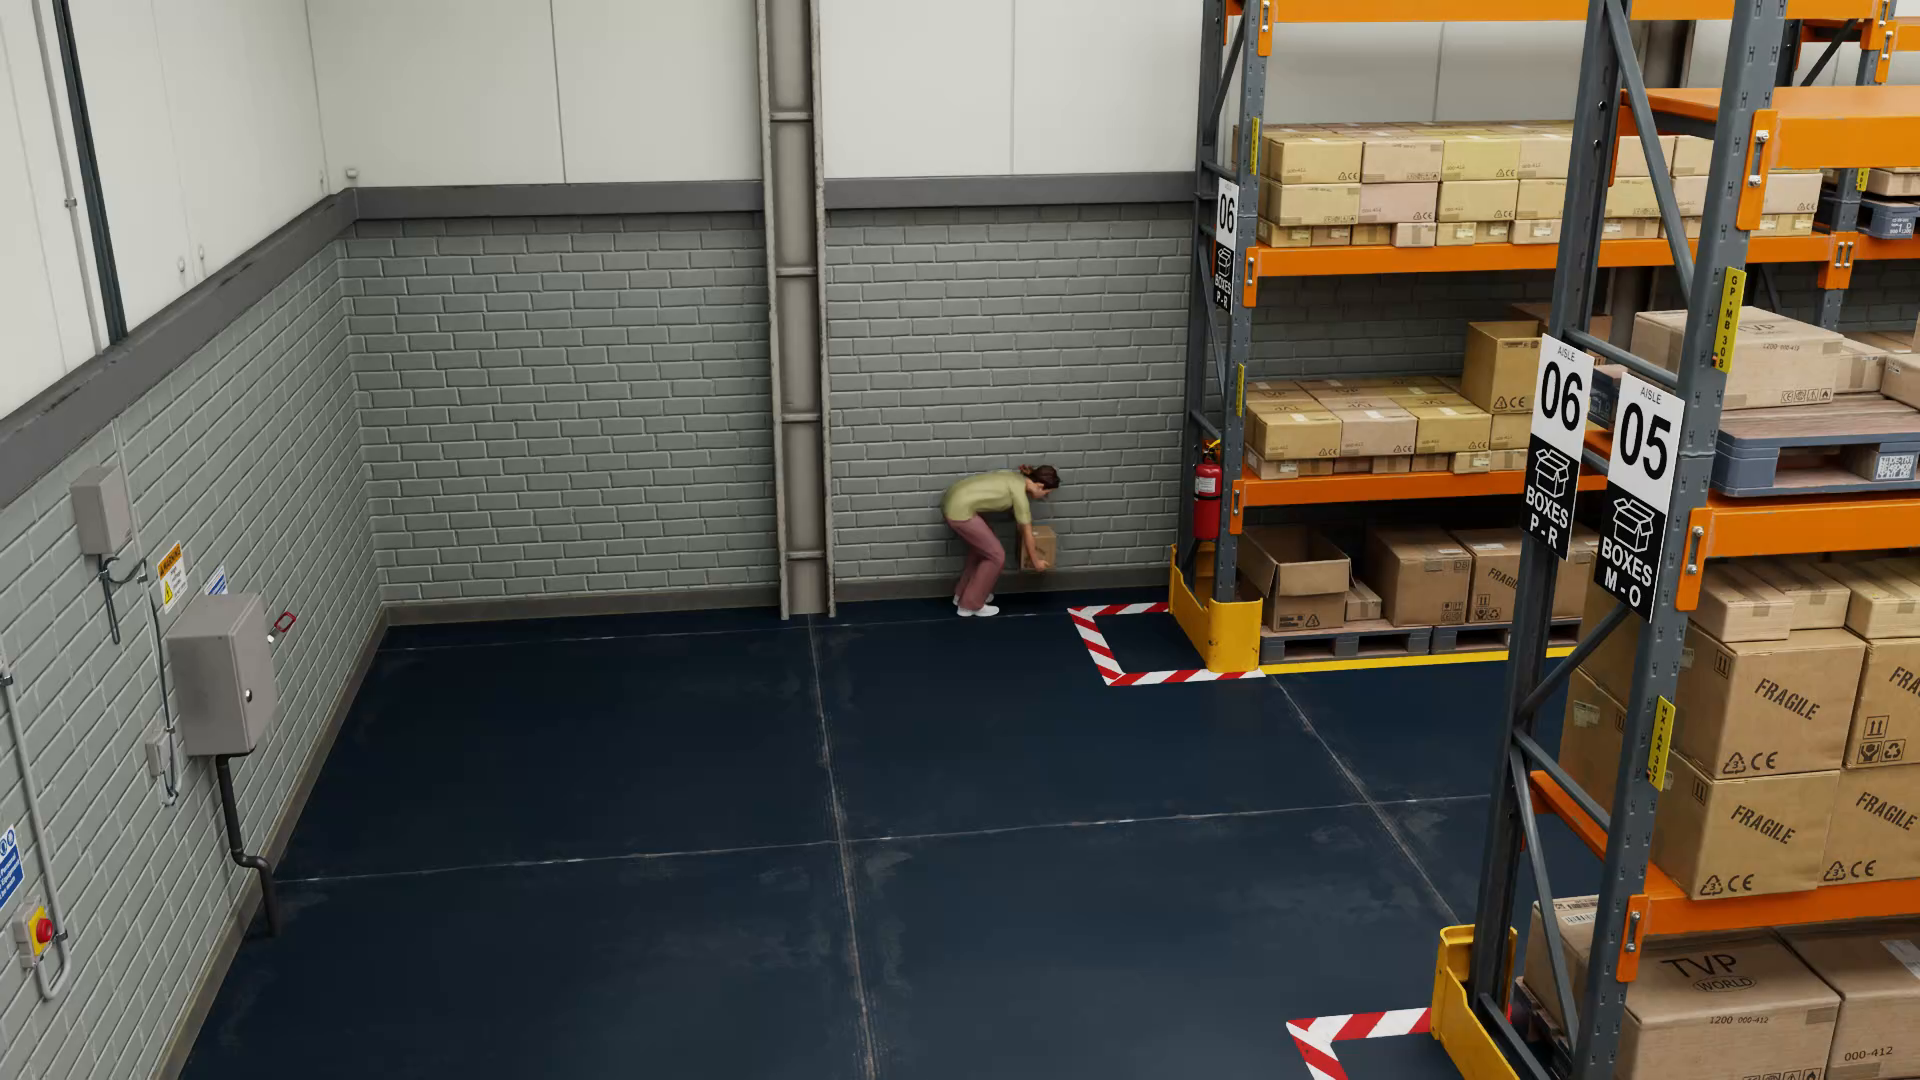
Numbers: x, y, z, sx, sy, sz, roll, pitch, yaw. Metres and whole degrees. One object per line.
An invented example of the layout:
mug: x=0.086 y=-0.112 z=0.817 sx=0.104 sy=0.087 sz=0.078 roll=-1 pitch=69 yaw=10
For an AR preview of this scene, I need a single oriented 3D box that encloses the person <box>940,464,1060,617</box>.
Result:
person: x=0.290 y=-0.019 z=11.986 sx=0.863 sy=1.086 sz=0.458 roll=-4 pitch=20 yaw=-10
